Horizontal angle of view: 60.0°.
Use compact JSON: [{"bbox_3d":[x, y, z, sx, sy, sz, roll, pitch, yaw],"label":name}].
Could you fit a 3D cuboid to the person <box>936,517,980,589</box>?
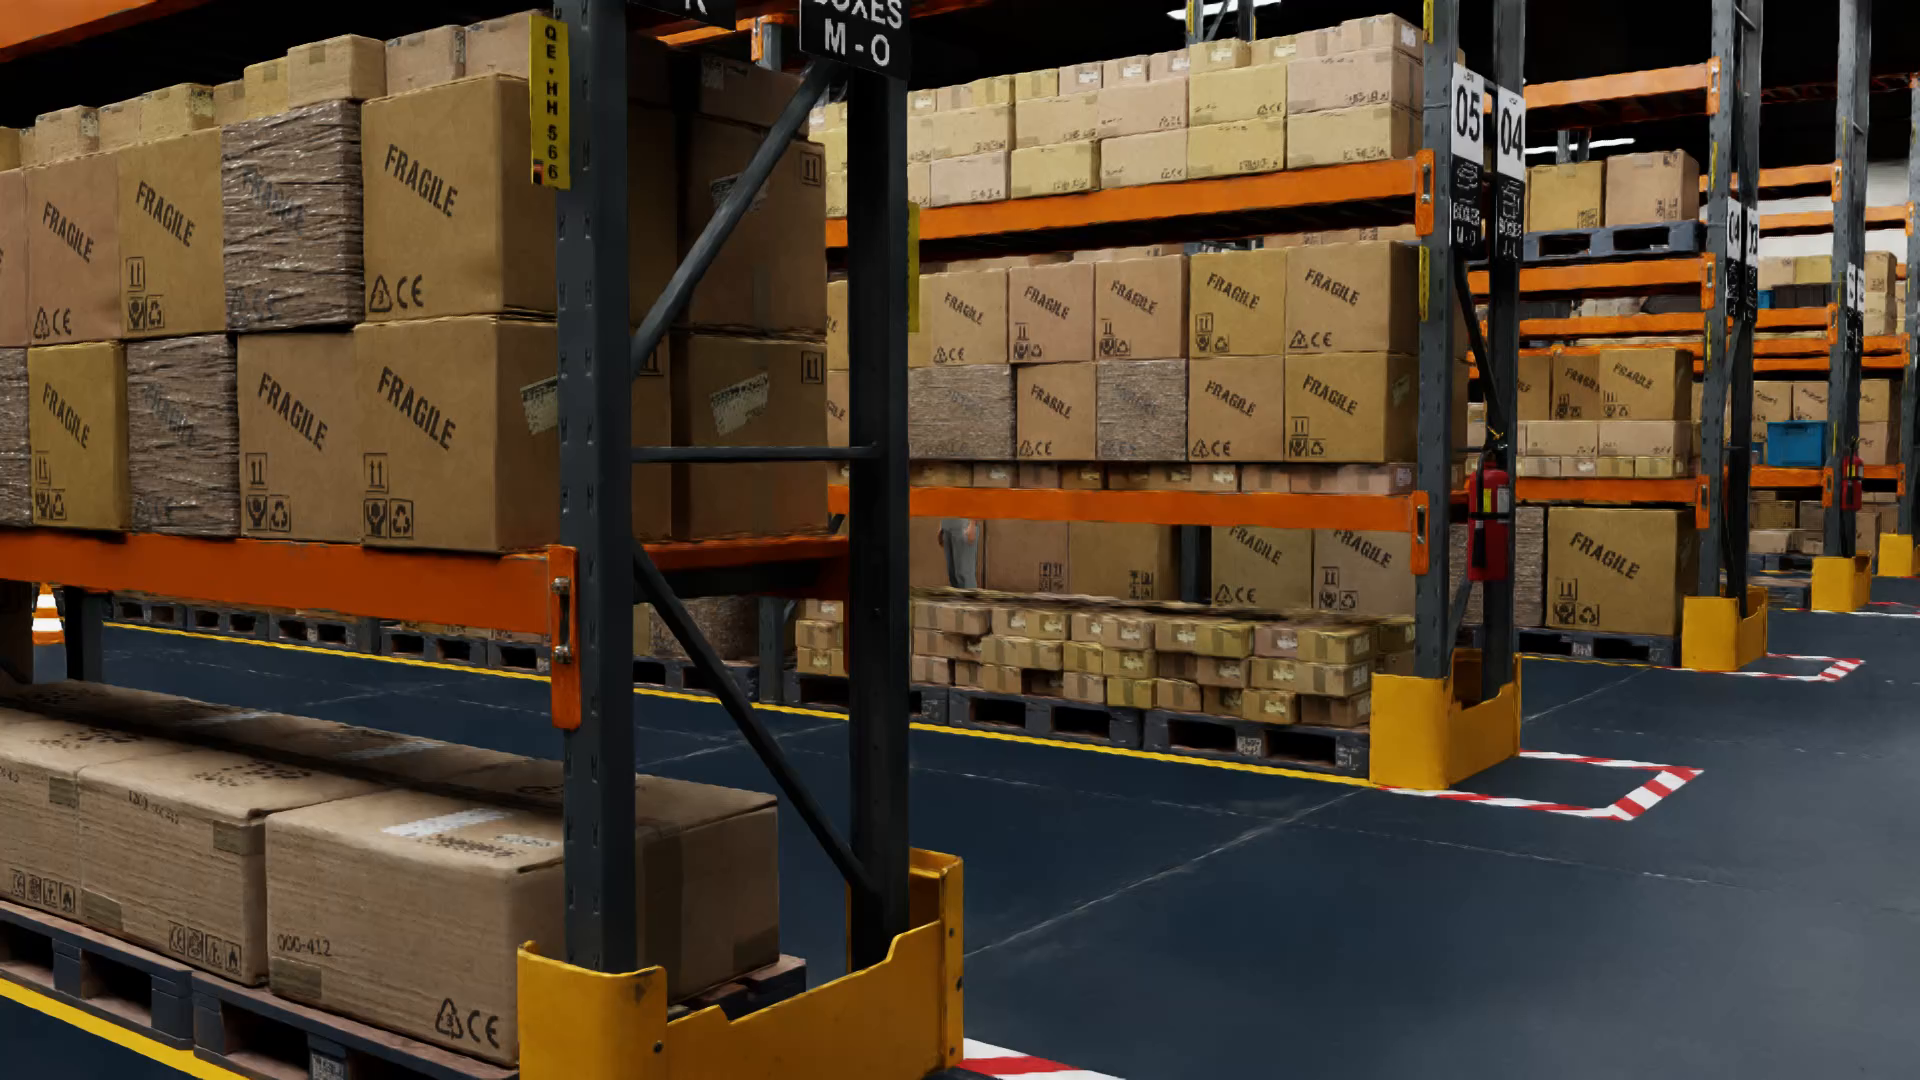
[{"bbox_3d":[-0.016,-0.078,13.053,0.380,1.676,0.564,-2,4,-27],"label":"person"}]
